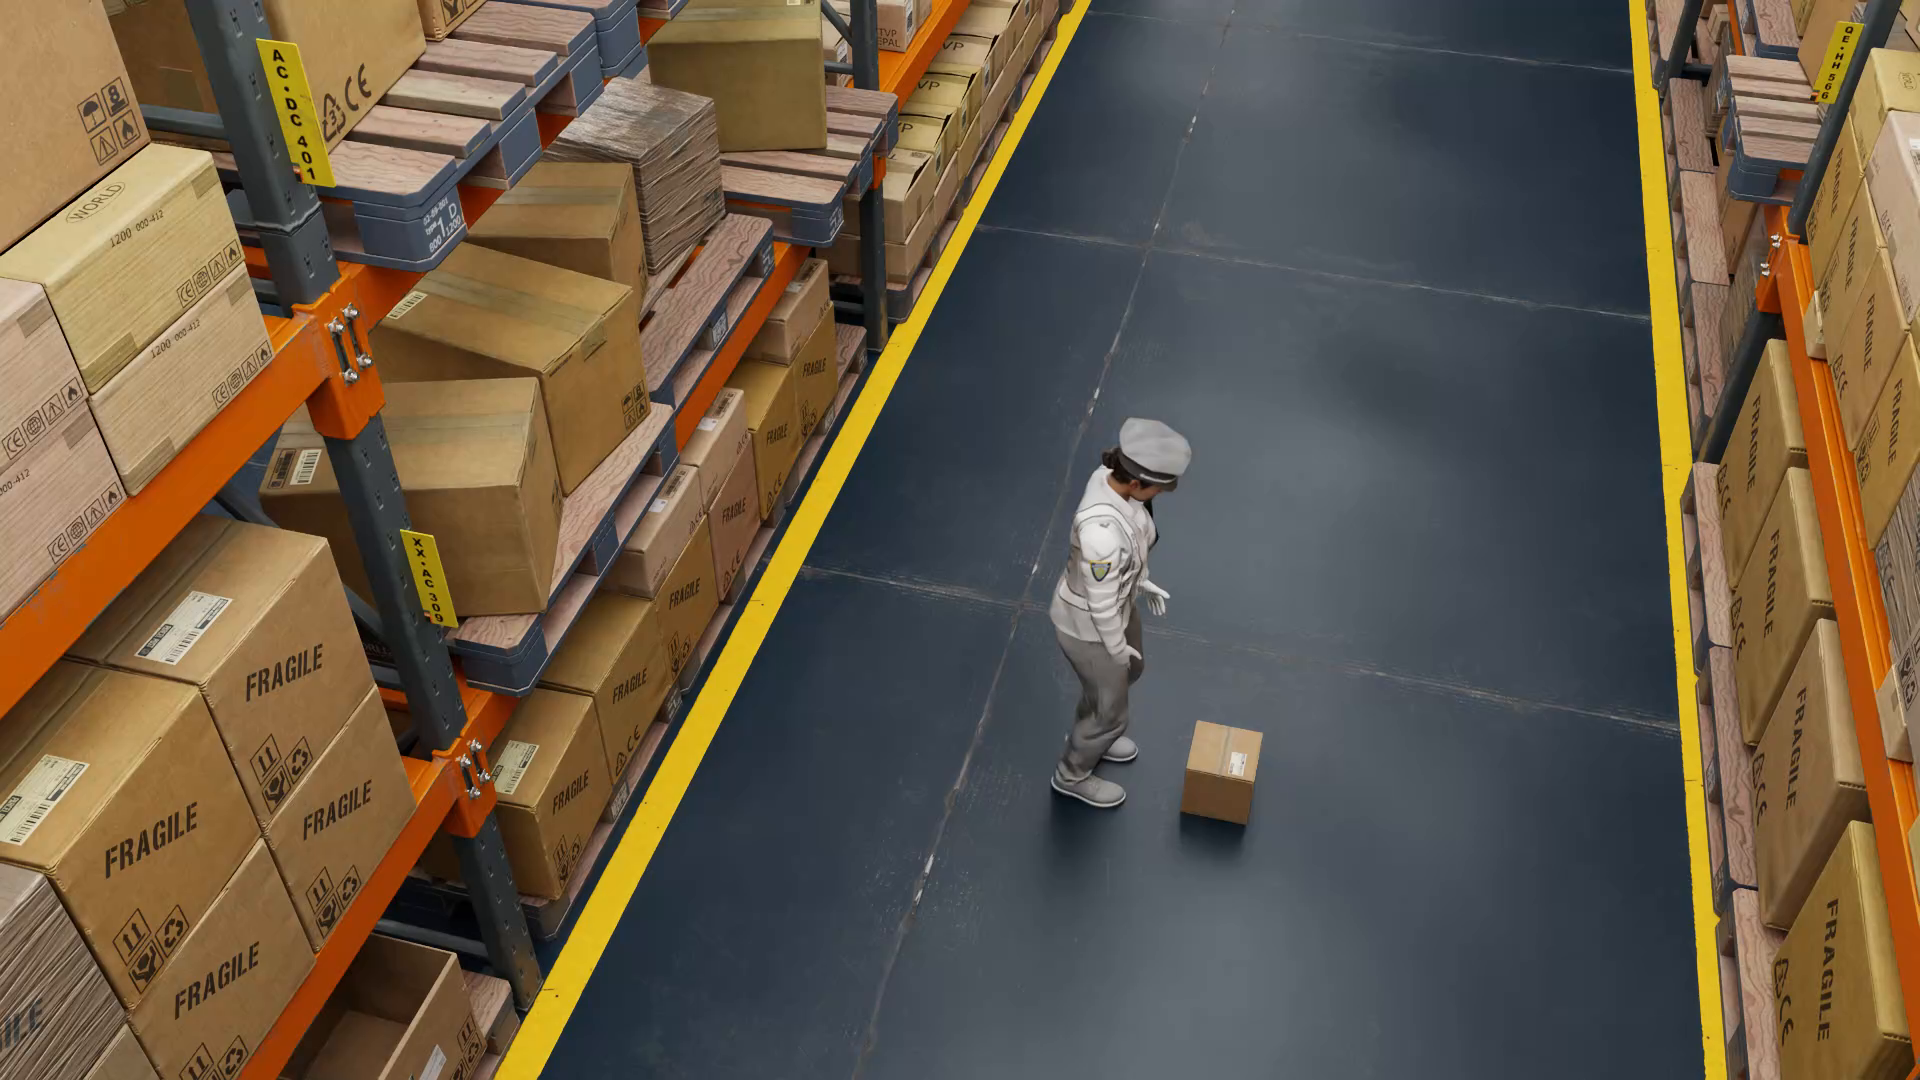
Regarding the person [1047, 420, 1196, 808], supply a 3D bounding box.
[{"bbox_3d":[0.543,0.266,5.894,0.446,1.626,0.500,11,42,12],"label":"person"}]
